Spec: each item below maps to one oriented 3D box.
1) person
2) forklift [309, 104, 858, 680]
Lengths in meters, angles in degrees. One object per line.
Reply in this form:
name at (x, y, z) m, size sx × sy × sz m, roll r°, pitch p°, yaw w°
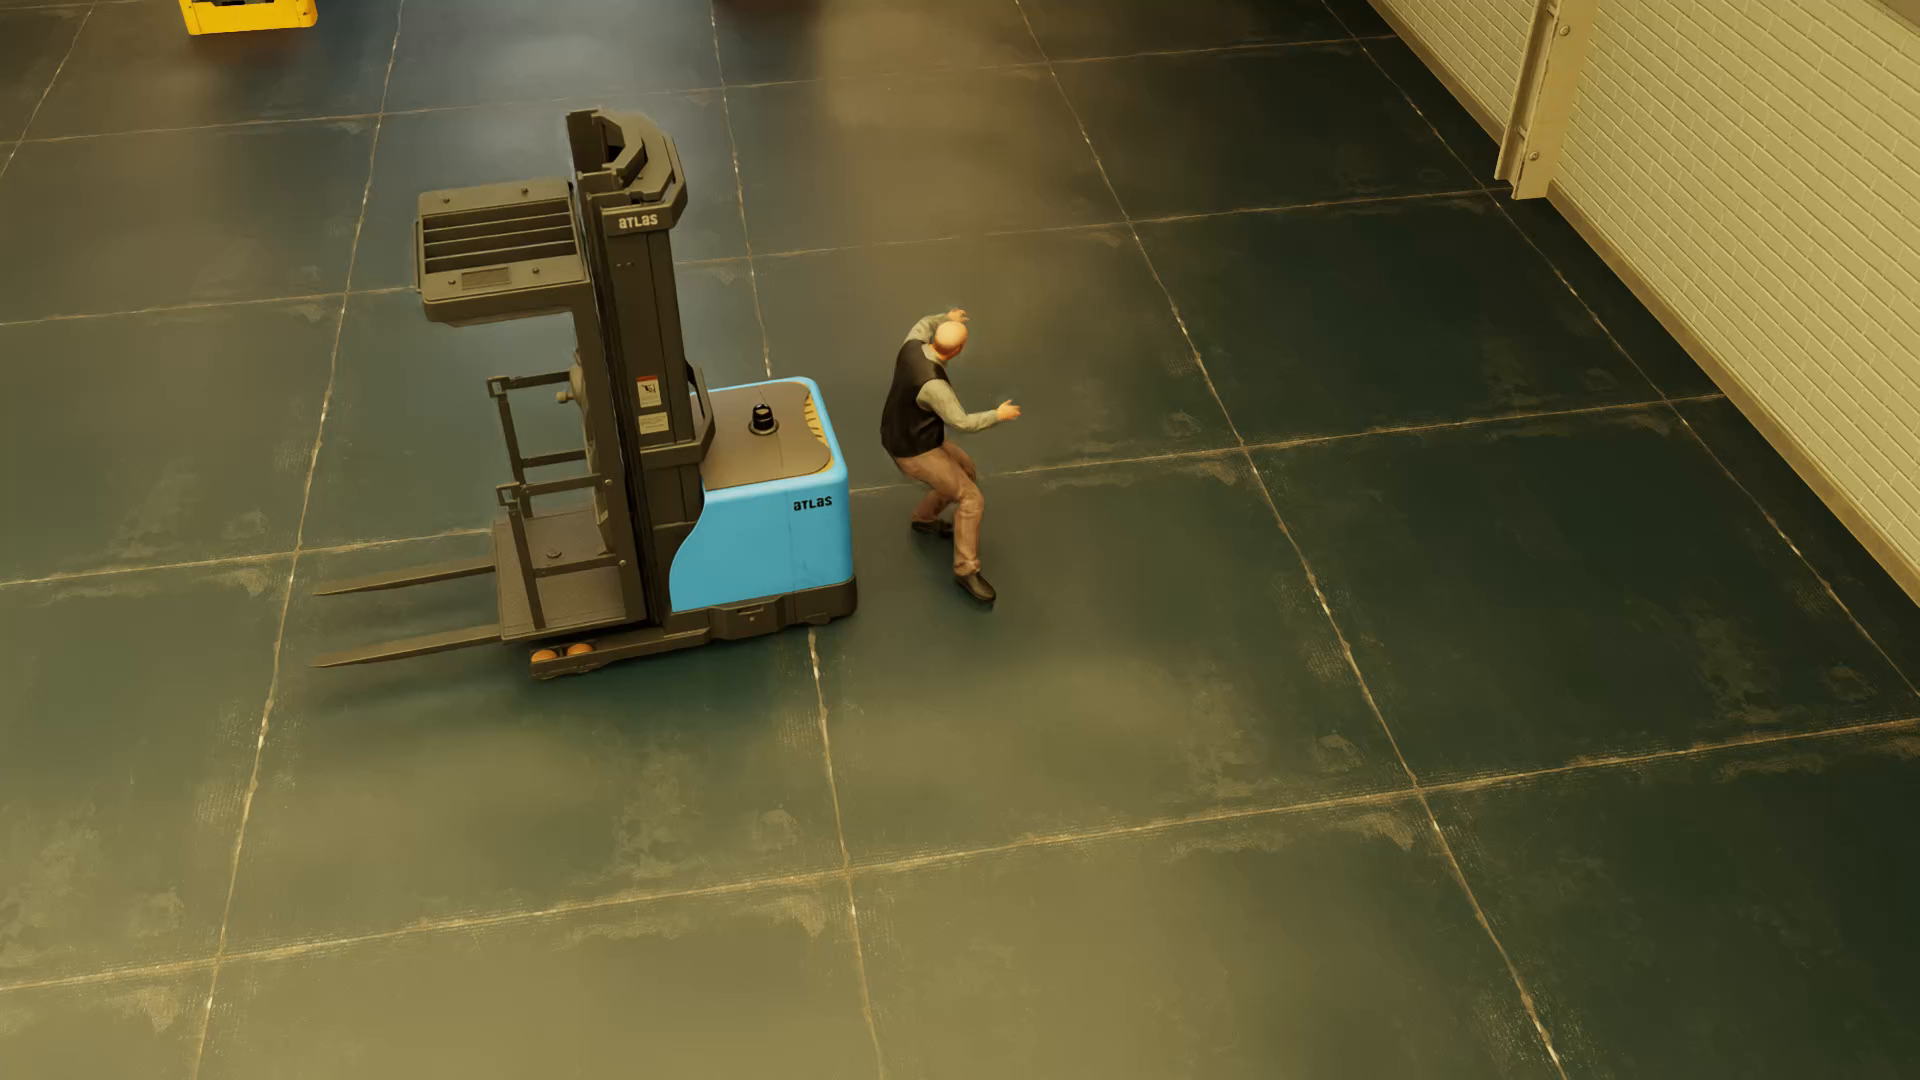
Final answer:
person at (-0.059, -0.626, 9.840) m, size 0.785 × 1.457 × 1.528 m, roll -11°, pitch 42°, yaw -13°
forklift at (-2.171, -0.719, 8.803) m, size 3.031 × 2.935 × 1.130 m, roll -10°, pitch 41°, yaw -11°
